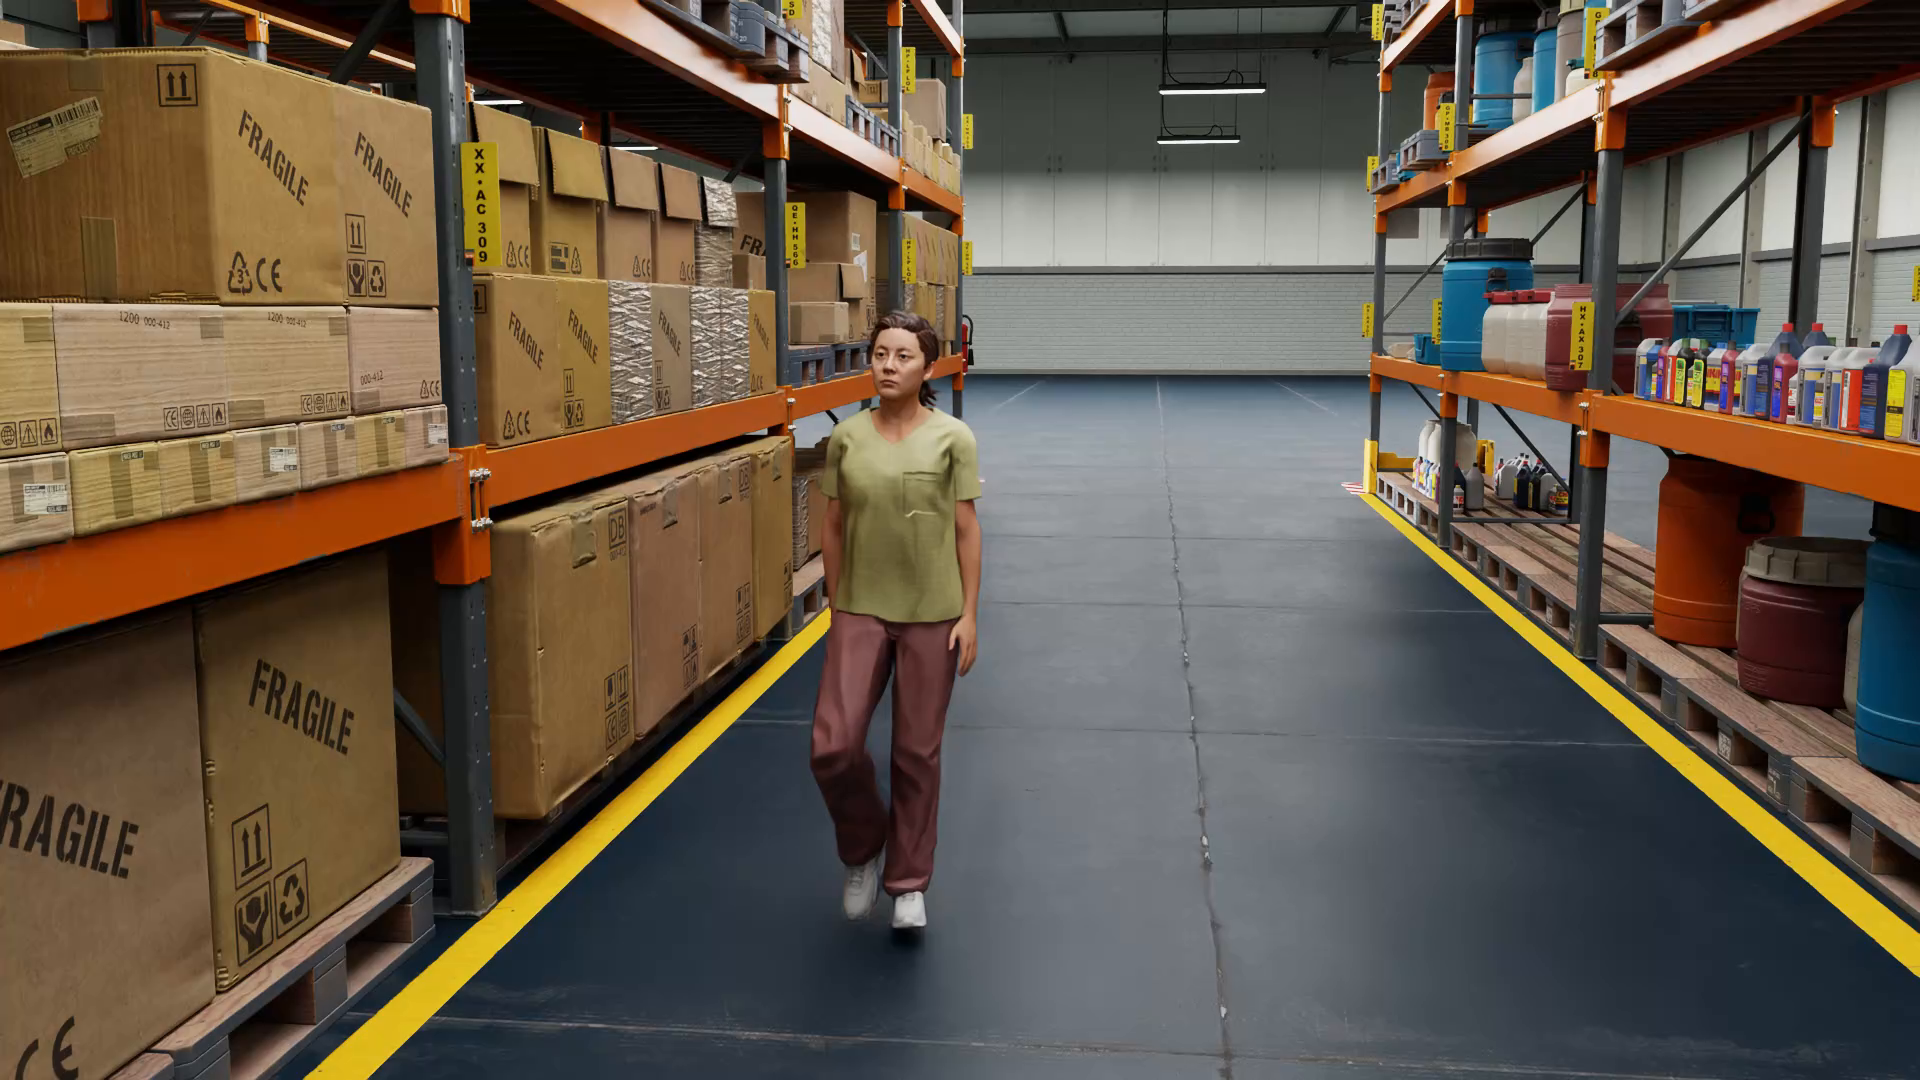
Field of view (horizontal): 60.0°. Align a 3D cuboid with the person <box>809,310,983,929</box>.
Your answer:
[{"bbox_3d":[-0.170,0.227,4.457,0.452,1.670,0.457,1,8,6],"label":"person"}]
